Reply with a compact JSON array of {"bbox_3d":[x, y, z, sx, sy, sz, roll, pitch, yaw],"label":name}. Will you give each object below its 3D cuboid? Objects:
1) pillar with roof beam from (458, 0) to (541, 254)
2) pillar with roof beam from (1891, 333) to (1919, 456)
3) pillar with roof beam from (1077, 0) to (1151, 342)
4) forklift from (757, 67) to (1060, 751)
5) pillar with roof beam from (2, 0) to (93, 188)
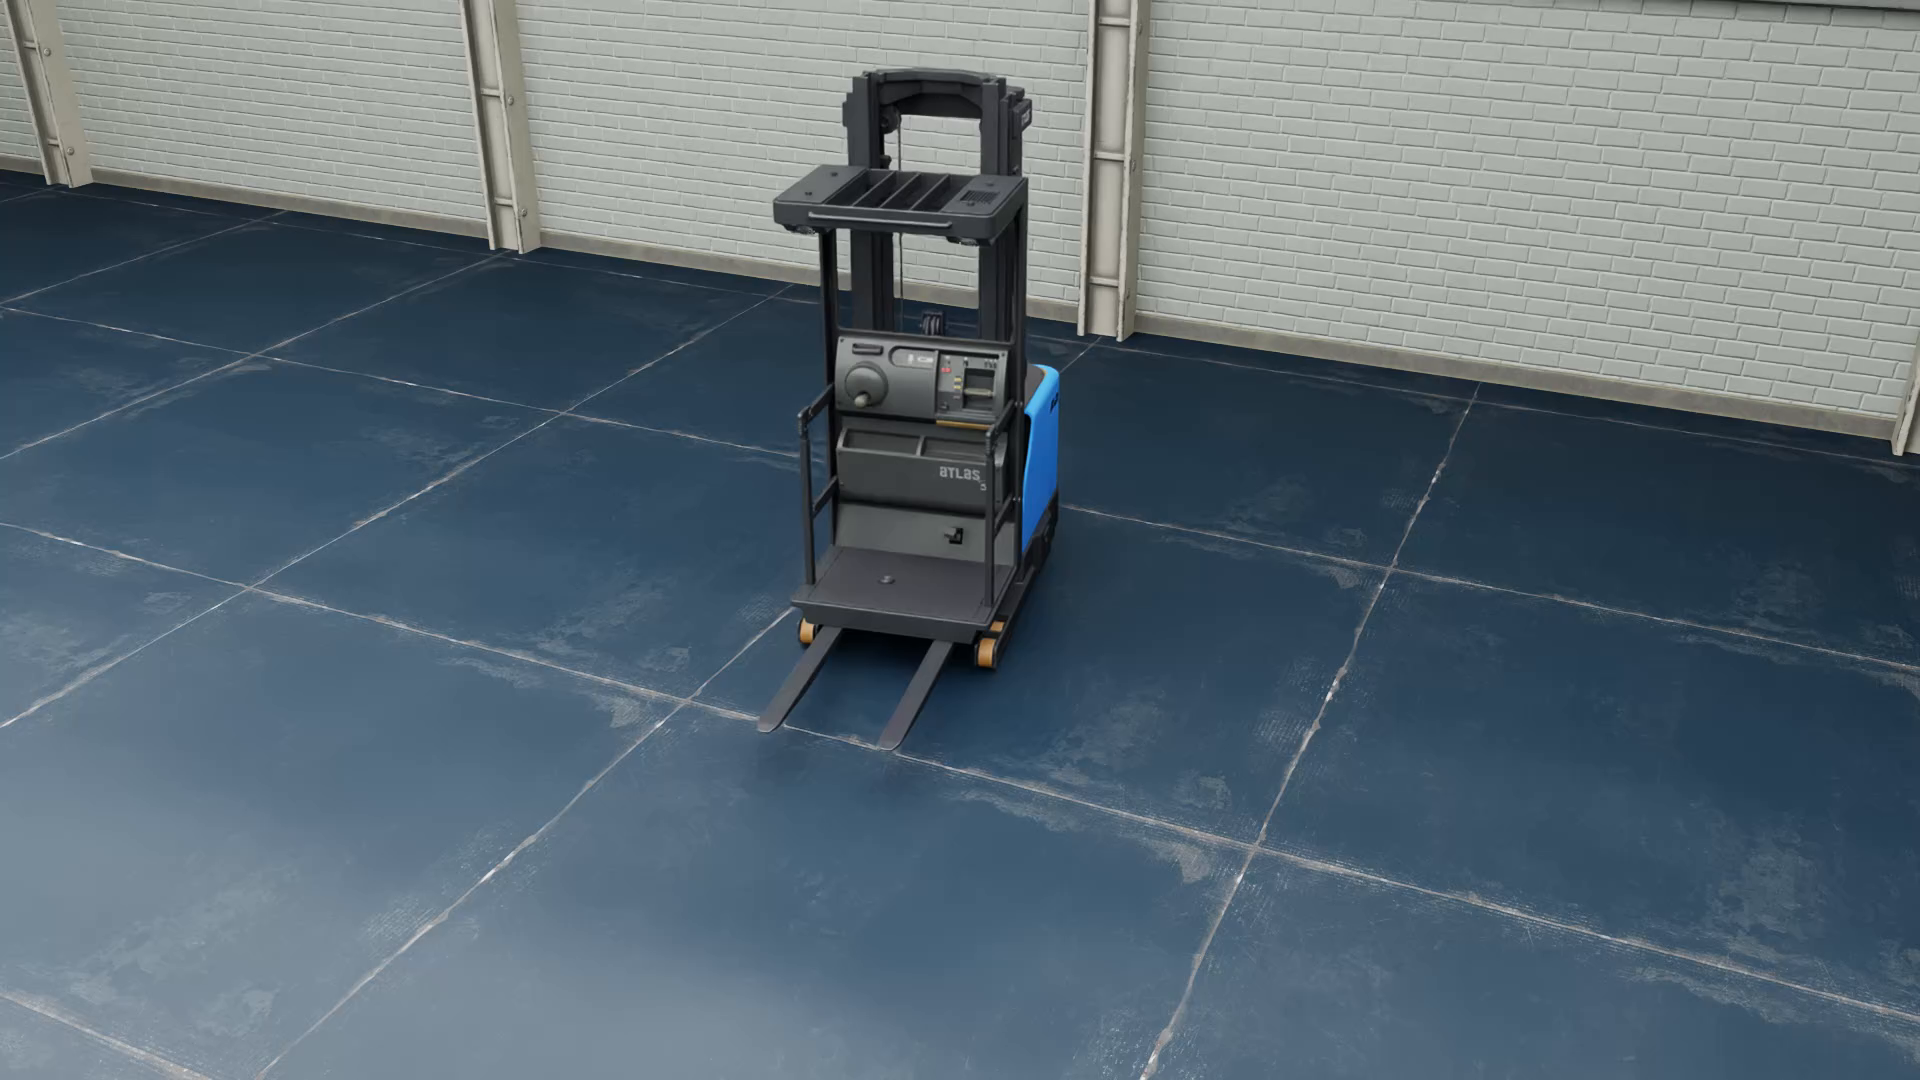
[{"bbox_3d":[-6.037,-5.115,10.452,0.400,9.000,9.100,11,28,22],"label":"pillar with roof beam"},{"bbox_3d":[4.886,-2.921,5.996,0.400,9.000,9.100,11,28,22],"label":"pillar with roof beam"},{"bbox_3d":[-0.576,-4.018,8.224,0.400,9.000,9.100,11,28,22],"label":"pillar with roof beam"},{"bbox_3d":[-0.259,-0.817,8.592,1.130,2.935,3.031,7,27,13],"label":"forklift"},{"bbox_3d":[-11.499,-6.212,12.680,0.400,9.000,9.100,11,28,22],"label":"pillar with roof beam"}]
